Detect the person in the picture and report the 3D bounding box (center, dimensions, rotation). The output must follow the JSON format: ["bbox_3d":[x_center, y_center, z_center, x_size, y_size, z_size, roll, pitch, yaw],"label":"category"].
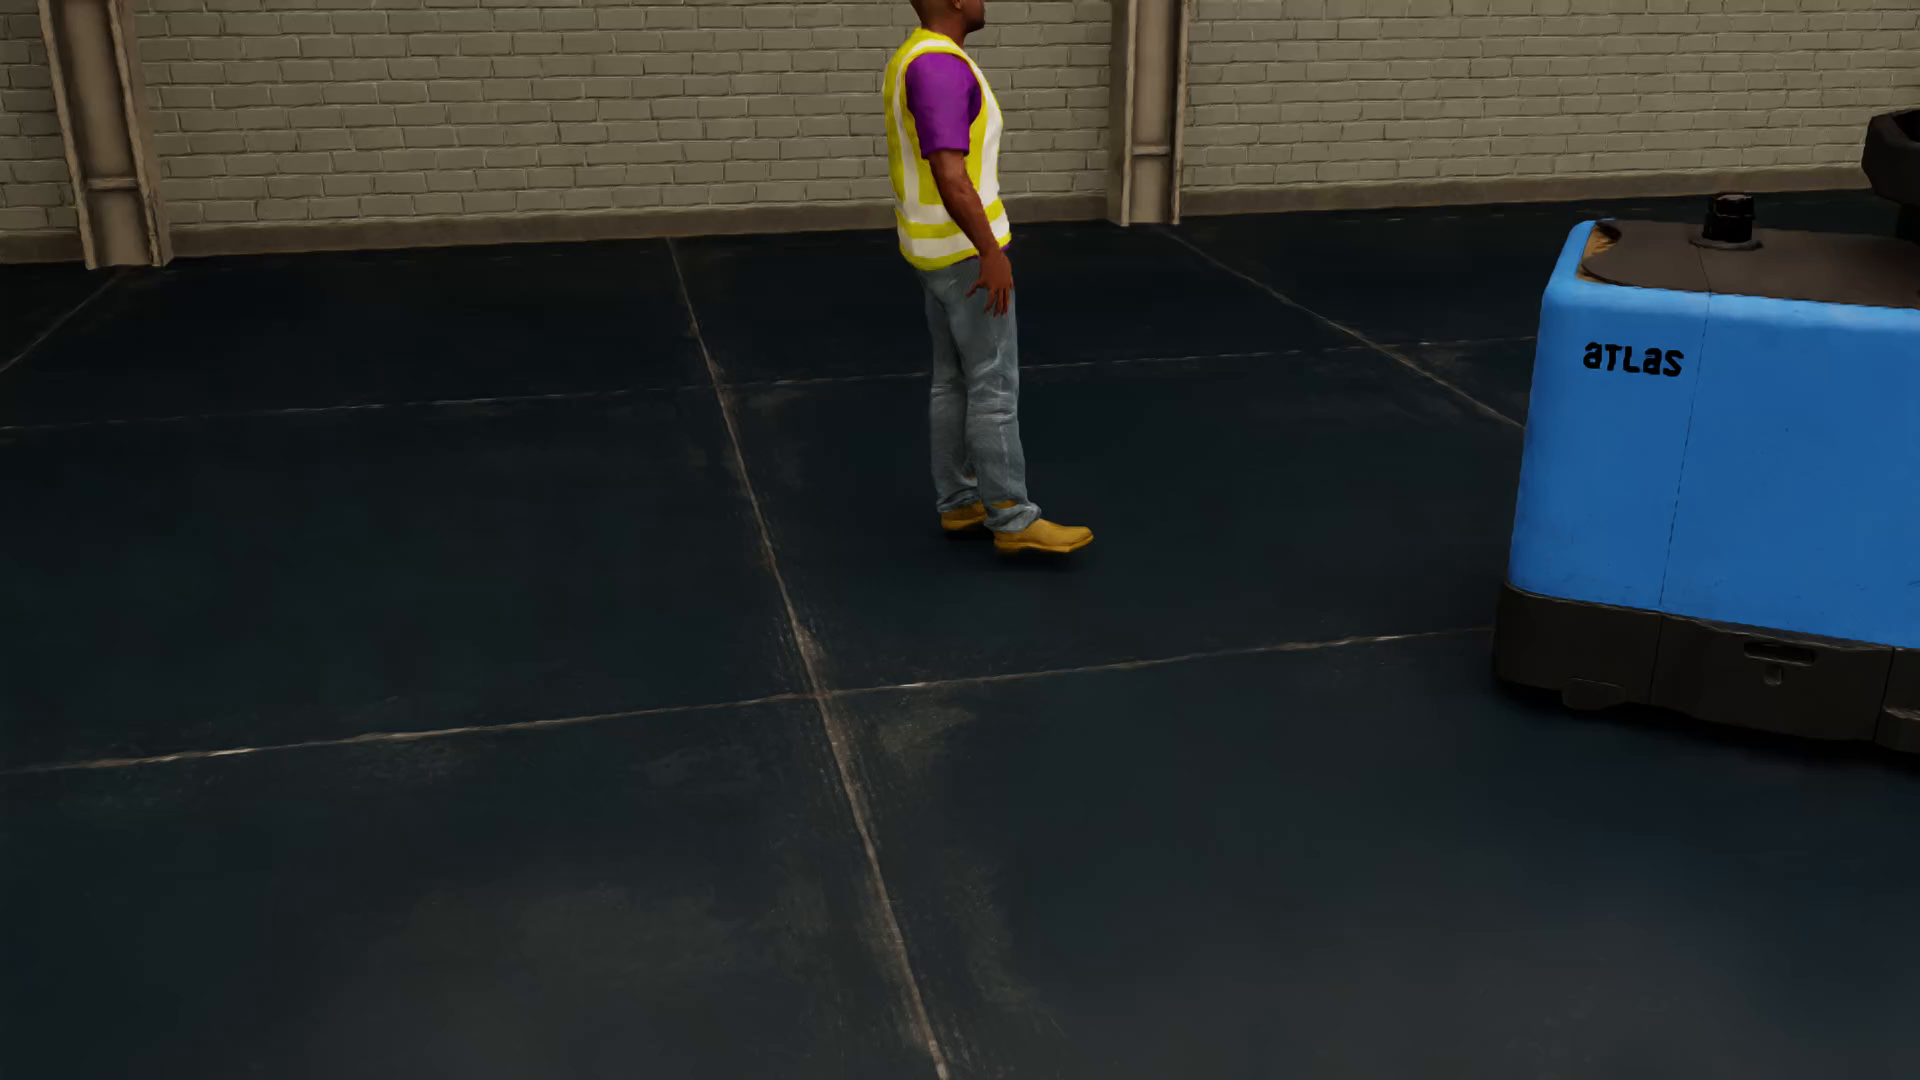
[{"bbox_3d":[0.069,-0.872,4.976,0.576,1.766,0.665,-5,21,-12],"label":"person"}]

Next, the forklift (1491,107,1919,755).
[{"bbox_3d":[2.924,-0.914,3.587,3.031,2.935,1.130,9,23,21],"label":"forklift"}]
